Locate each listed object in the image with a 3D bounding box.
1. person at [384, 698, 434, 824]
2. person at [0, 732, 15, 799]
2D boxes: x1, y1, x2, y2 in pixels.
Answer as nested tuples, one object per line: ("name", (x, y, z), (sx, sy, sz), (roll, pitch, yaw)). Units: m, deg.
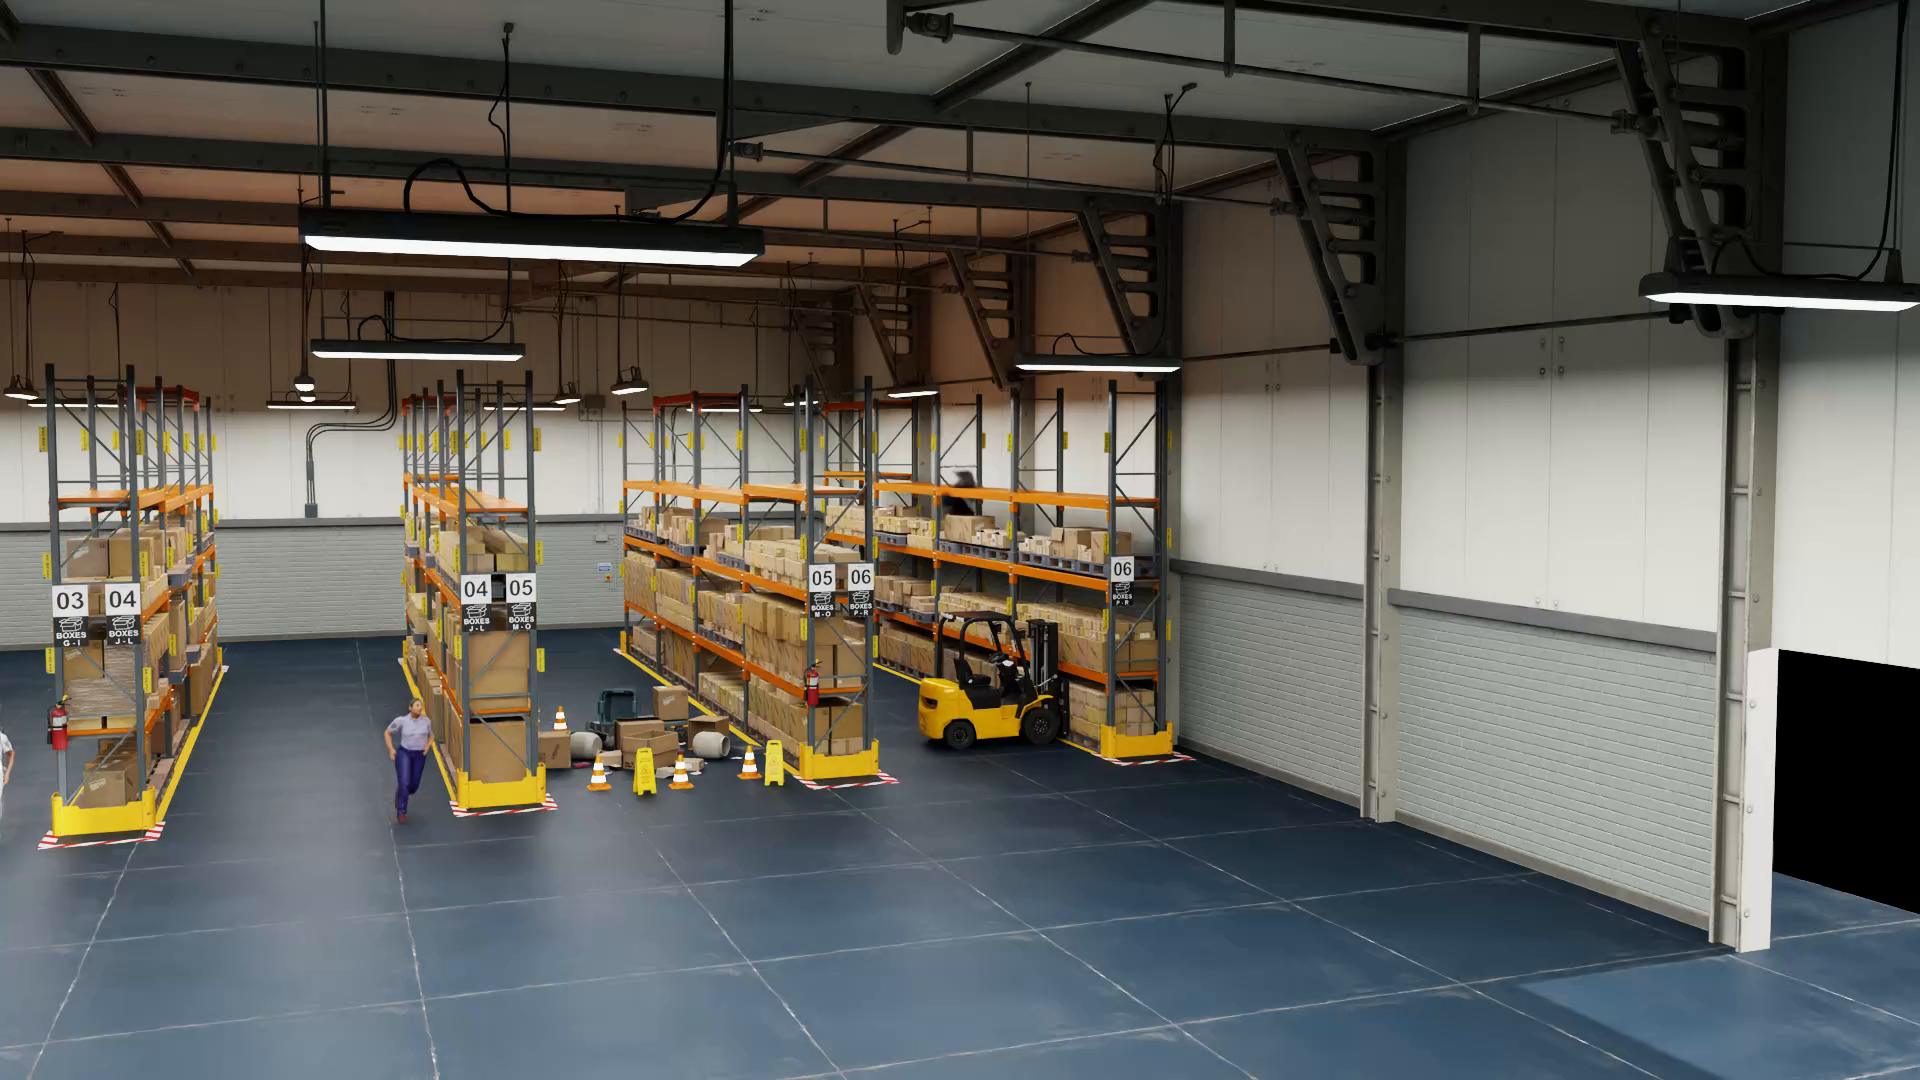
("person", (-7.354, 2.918, 22.255), (0.651, 1.618, 0.751), (-3, 4, -38))
("person", (-12.209, 2.965, 20.873), (0.610, 1.669, 0.524), (-2, 4, -27))
